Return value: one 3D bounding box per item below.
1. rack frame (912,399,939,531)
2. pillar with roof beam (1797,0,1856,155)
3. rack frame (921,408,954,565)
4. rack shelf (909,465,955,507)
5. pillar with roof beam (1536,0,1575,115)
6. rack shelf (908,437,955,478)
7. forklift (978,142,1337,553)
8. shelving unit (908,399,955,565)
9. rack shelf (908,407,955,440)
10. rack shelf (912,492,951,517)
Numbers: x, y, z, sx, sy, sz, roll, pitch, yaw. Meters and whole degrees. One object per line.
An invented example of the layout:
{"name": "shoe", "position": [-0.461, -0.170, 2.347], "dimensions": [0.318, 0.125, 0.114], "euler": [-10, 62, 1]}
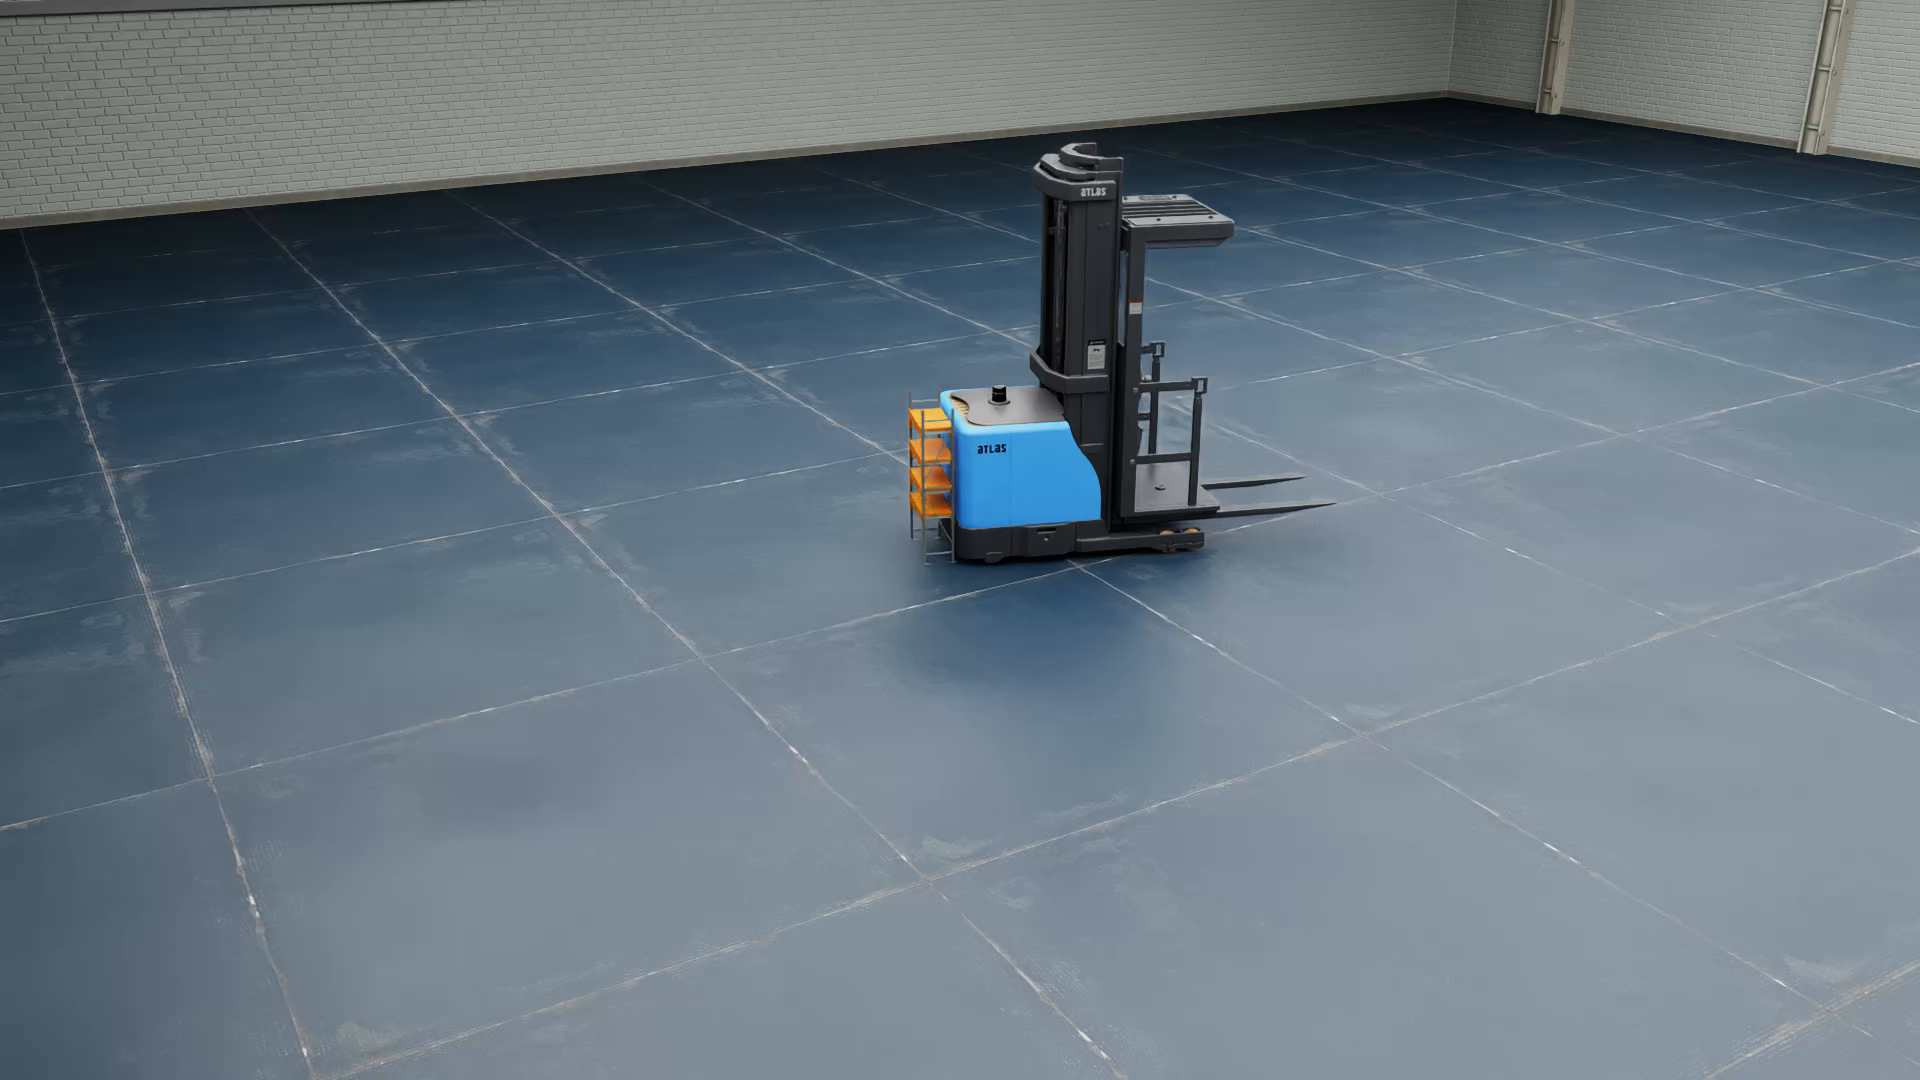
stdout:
{"name": "rack frame", "position": [-0.264, -0.560, 12.595], "dimensions": [0.228, 1.046, 0.006], "euler": [-5, 23, -11]}
{"name": "pillar with roof beam", "position": [11.656, -10.322, 26.255], "dimensions": [9.100, 9.000, 0.400], "euler": [-13, 25, -28]}
{"name": "rack frame", "position": [-0.160, -0.380, 12.153], "dimensions": [0.240, 1.200, 0.015], "euler": [-5, 23, -11]}
{"name": "rack shelf", "position": [-0.212, -0.408, 12.399], "dimensions": [0.258, 0.148, 0.480], "euler": [-5, 23, -11]}
{"name": "pillar with roof beam", "position": [8.591, -12.264, 31.034], "dimensions": [9.100, 9.000, 0.400], "euler": [-13, 25, -28]}
{"name": "rack shelf", "position": [-0.212, -0.615, 12.315], "dimensions": [0.258, 0.148, 0.480], "euler": [-5, 23, -11]}
{"name": "forklift", "position": [1.386, -1.447, 12.479], "dimensions": [3.031, 2.935, 1.121], "euler": [-4, 23, -11]}
{"name": "shelving unit", "position": [-0.211, -0.469, 12.372], "dimensions": [0.258, 1.200, 0.499], "euler": [-5, 23, -11]}
{"name": "rack shelf", "position": [-0.212, -0.834, 12.226], "dimensions": [0.258, 0.148, 0.480], "euler": [-5, 23, -11]}
{"name": "rack shelf", "position": [-0.212, -0.273, 12.454], "dimensions": [0.221, 0.021, 0.457], "euler": [-5, 23, -11]}
